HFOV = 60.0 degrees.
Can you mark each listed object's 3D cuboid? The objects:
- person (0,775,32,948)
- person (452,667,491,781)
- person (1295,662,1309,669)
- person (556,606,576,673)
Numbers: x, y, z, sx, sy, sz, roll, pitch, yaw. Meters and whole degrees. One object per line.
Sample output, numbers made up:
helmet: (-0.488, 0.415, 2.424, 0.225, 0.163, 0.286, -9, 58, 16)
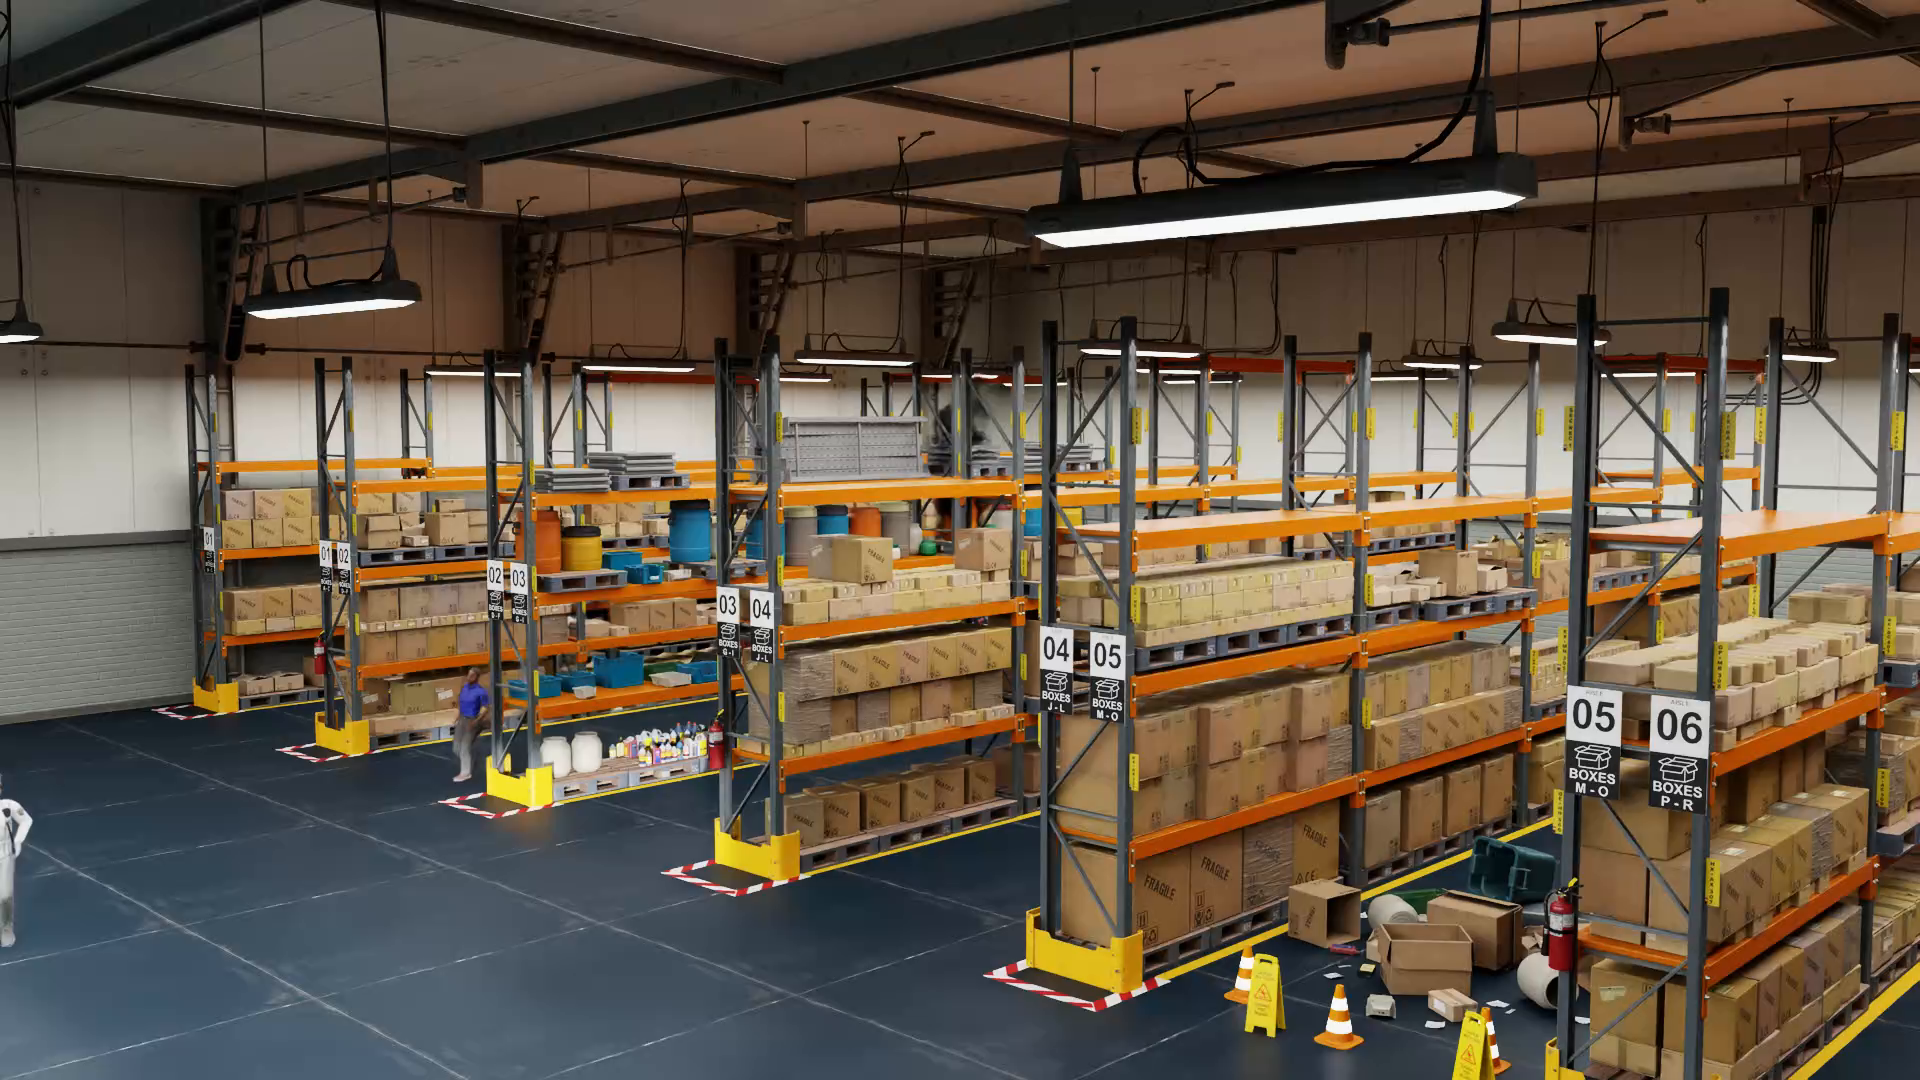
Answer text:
person: (-9.306, 3.099, 16.048, 0.594, 1.712, 0.638, -2, 5, -24)
person: (-6.847, 2.584, 23.398, 0.631, 1.594, 0.538, 2, 5, 25)
person: (4.823, 2.505, 23.490, 0.711, 1.743, 0.756, 3, 5, 35)
person: (-7.207, 1.975, 30.183, 0.637, 1.738, 0.733, 3, 5, 36)
